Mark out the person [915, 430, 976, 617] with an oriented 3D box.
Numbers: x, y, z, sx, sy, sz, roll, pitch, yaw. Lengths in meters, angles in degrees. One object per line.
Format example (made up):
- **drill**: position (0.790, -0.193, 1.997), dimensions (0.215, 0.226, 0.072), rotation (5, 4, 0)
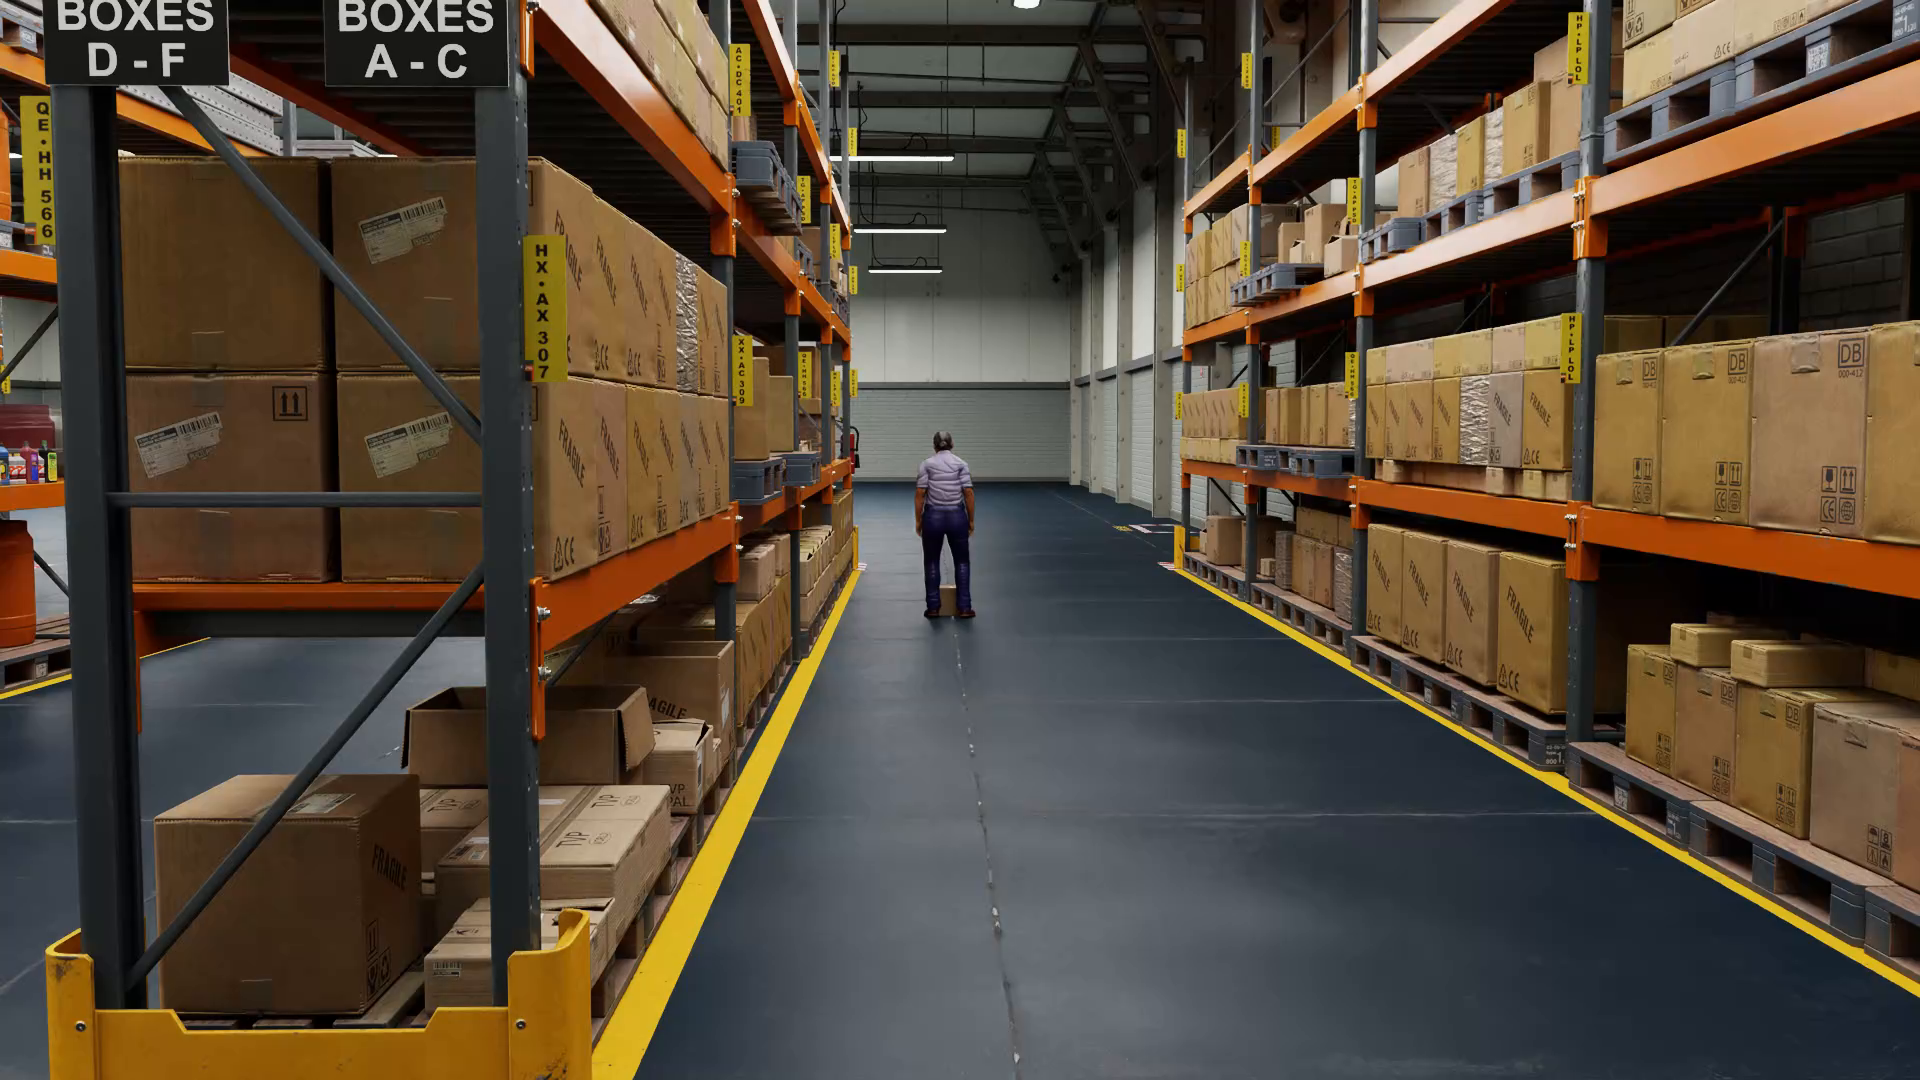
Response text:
- **person**: position (-0.127, -0.141, 14.647), dimensions (0.538, 1.652, 0.414), rotation (0, 4, -1)
